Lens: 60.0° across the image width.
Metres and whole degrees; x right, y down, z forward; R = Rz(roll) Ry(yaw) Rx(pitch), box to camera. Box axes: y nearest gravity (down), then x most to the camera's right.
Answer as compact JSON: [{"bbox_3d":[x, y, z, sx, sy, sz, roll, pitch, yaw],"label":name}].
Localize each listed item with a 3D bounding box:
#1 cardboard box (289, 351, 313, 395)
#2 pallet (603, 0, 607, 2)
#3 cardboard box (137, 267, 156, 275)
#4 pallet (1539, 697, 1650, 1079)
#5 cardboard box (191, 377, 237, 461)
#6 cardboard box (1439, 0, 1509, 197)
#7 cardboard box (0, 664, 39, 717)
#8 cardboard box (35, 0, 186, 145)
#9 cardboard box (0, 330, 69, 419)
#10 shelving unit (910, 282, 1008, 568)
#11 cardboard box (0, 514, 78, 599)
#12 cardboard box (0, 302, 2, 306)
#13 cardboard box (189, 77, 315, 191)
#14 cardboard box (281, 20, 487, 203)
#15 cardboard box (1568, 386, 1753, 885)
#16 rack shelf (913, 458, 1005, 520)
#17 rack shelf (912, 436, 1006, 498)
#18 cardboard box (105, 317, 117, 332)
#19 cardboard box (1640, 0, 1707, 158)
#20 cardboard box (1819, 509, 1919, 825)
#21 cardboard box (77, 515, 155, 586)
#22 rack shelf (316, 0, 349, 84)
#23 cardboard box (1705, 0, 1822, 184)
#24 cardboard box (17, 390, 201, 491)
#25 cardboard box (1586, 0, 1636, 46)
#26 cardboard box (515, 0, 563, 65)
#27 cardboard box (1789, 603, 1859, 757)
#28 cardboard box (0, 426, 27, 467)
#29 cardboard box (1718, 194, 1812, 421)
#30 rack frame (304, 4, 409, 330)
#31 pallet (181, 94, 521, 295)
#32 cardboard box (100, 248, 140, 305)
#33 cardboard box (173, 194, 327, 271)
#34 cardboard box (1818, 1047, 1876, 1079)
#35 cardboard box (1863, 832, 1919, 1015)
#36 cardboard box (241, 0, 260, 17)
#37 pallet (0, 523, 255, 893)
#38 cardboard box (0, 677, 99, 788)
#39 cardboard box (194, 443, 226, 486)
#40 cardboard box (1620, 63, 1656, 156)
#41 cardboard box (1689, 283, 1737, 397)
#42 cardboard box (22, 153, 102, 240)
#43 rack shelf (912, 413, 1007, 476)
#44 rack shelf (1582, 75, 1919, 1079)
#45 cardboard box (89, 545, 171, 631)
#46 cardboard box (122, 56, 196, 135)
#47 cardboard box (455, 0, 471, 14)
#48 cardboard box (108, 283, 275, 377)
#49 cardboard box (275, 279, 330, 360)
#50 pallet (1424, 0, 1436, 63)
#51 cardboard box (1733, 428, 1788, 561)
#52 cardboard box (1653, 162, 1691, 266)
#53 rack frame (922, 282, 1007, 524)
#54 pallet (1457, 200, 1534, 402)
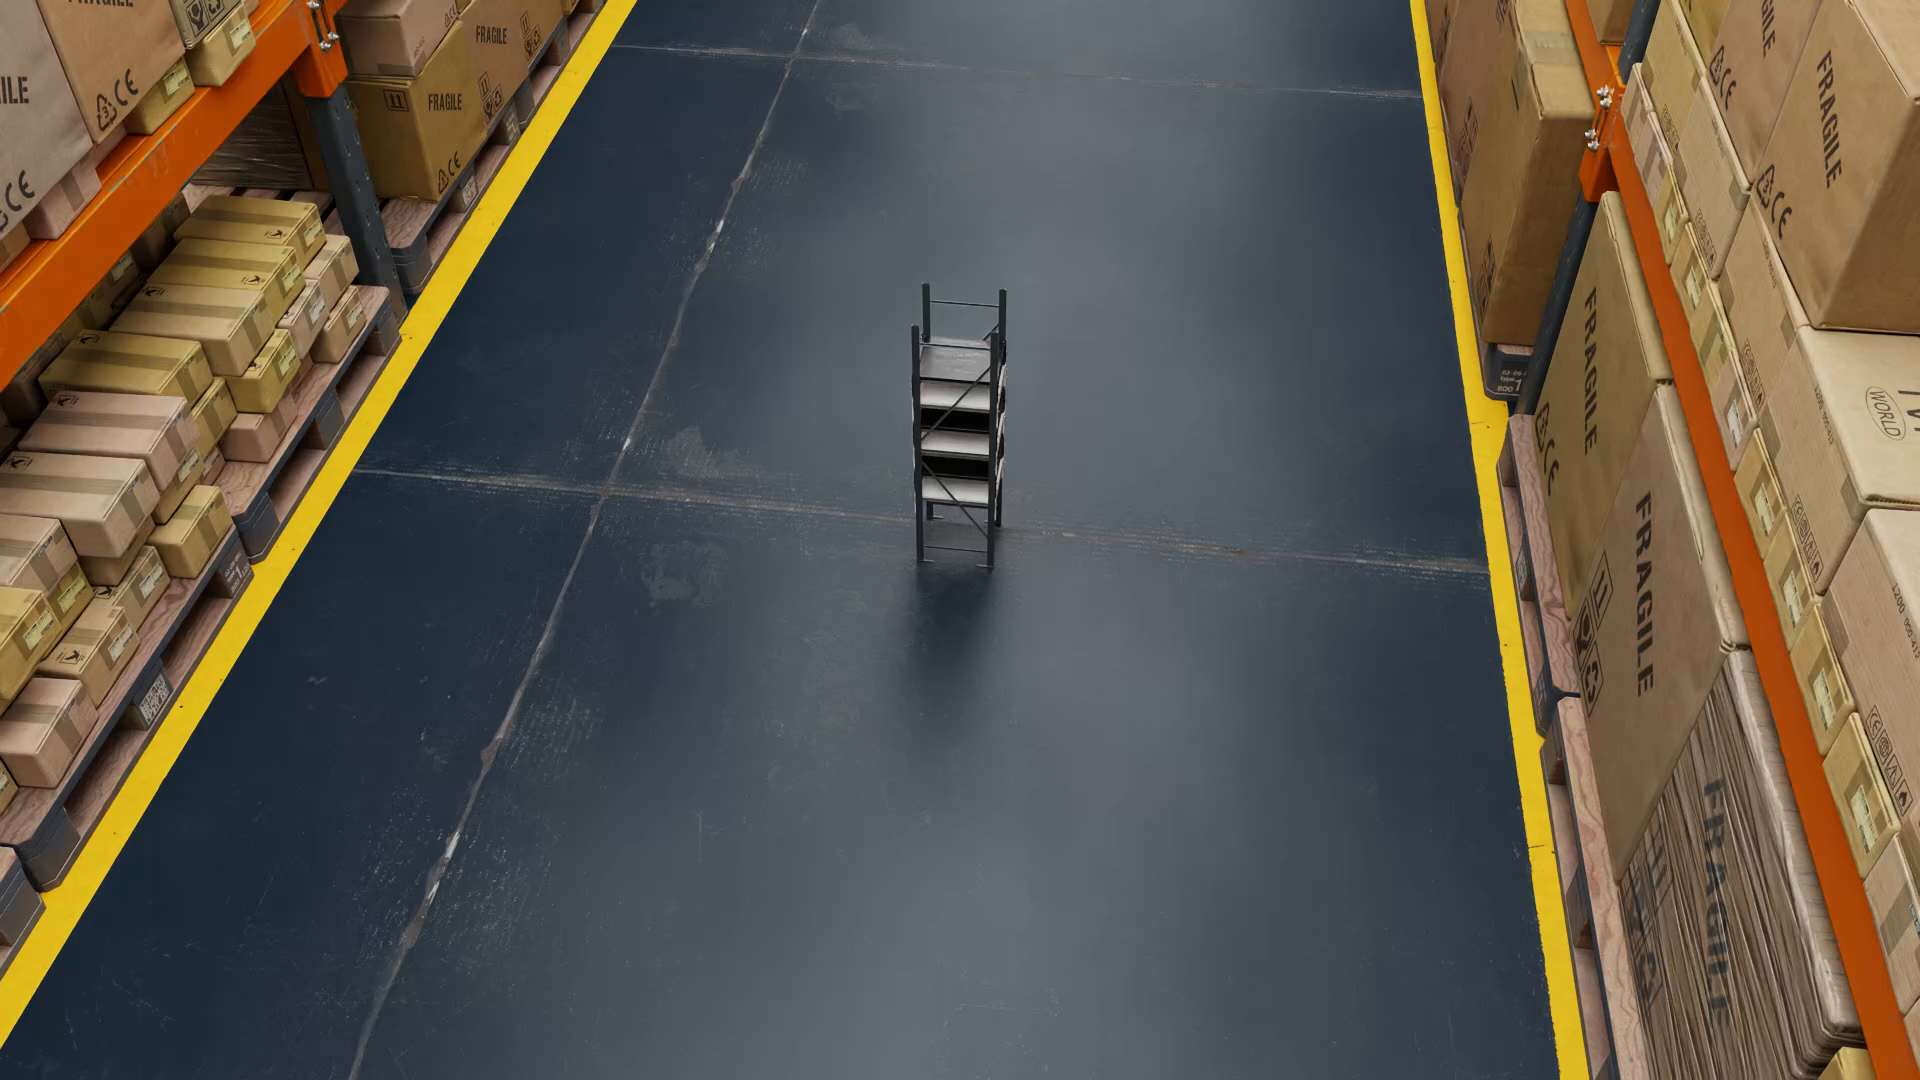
[{"bbox_3d":[-2.365,-0.575,5.444,0.380,0.149,0.250,6,44,7],"label":"cardboard box"},{"bbox_3d":[-2.110,-3.106,8.377,1.003,0.211,1.213,5,44,6],"label":"pallet"},{"bbox_3d":[-2.899,-0.933,5.605,0.380,0.149,0.250,7,44,7],"label":"cardboard box"},{"bbox_3d":[2.032,0.952,4.091,1.003,0.211,1.213,5,44,6],"label":"pallet"},{"bbox_3d":[-2.432,-0.375,5.016,0.380,0.149,0.250,6,44,6],"label":"cardboard box"},{"bbox_3d":[2.551,-1.834,6.245,1.225,0.875,0.875,4,44,4],"label":"cardboard box"},{"bbox_3d":[-2.625,0.342,4.259,0.380,0.149,0.250,7,44,8],"label":"cardboard box"},{"bbox_3d":[-2.388,-1.360,4.216,0.500,0.500,0.500,4,44,4],"label":"cardboard box"},{"bbox_3d":[-2.877,-0.504,4.936,0.380,0.149,0.250,4,44,4],"label":"cardboard box"},{"bbox_3d":[-0.001,-0.321,4.935,0.258,0.900,0.210,5,44,6],"label":"shelving unit"},{"bbox_3d":[-2.564,0.063,4.338,0.380,0.149,0.250,5,44,6],"label":"cardboard box"},{"bbox_3d":[-2.475,-0.546,3.828,0.380,0.149,0.250,6,44,6],"label":"cardboard box"},{"bbox_3d":[-2.686,-1.697,6.374,0.500,0.500,0.500,4,44,5],"label":"cardboard box"},{"bbox_3d":[-2.173,-1.650,6.323,0.500,0.500,0.500,7,44,7],"label":"cardboard box"},{"bbox_3d":[2.083,0.269,4.024,0.875,0.875,0.875,5,44,6],"label":"cardboard box"},{"bbox_3d":[-0.001,-0.166,5.081,0.258,0.077,0.200,5,44,6],"label":"rack shelf"},{"bbox_3d":[-0.001,-0.232,5.020,0.258,0.077,0.200,5,44,6],"label":"rack shelf"},{"bbox_3d":[-2.840,-0.583,5.235,0.380,0.149,0.250,5,44,5],"label":"cardboard box"},{"bbox_3d":[2.047,-1.163,4.189,0.500,0.250,0.500,5,44,5],"label":"cardboard box"},{"bbox_3d":[1.776,0.220,2.729,0.500,0.250,0.500,4,44,4],"label":"cardboard box"},{"bbox_3d":[-2.502,-0.019,4.640,0.380,0.149,0.250,3,44,4],"label":"cardboard box"},{"bbox_3d":[-2.270,-3.027,6.789,1.077,0.370,4.000,5,44,6],"label":"rack shelf"},{"bbox_3d":[1.979,-1.093,3.570,0.500,0.500,0.500,5,44,6],"label":"cardboard box"},{"bbox_3d":[-2.399,-0.282,4.701,0.380,0.149,0.250,3,44,3],"label":"cardboard box"},{"bbox_3d":[2.160,-1.785,4.881,0.500,0.500,0.500,5,44,6],"label":"cardboard box"},{"bbox_3d":[-2.049,-2.369,7.082,0.500,0.500,0.500,6,44,6],"label":"cardboard box"},{"bbox_3d":[1.728,0.266,2.970,0.380,0.149,0.250,5,44,6],"label":"cardboard box"},{"bbox_3d":[-2.938,-0.214,4.846,0.380,0.149,0.250,7,44,7],"label":"cardboard box"},{"bbox_3d":[1.914,-0.471,3.458,0.500,0.250,0.500,6,44,7],"label":"cardboard box"},{"bbox_3d":[-2.534,-1.925,5.102,1.000,3.000,0.127,5,44,6],"label":"rack frame"},{"bbox_3d":[-2.433,-1.443,6.621,1.003,0.211,1.213,5,44,6],"label":"pallet"},{"bbox_3d":[-2.880,-0.860,5.312,0.380,0.149,0.250,7,44,8],"label":"cardboard box"},{"bbox_3d":[-2.323,-0.992,5.452,0.380,0.149,0.250,6,44,7],"label":"cardboard box"},{"bbox_3d":[1.846,1.496,2.728,0.875,0.875,0.875,5,44,6],"label":"cardboard box"},{"bbox_3d":[1.662,0.620,2.596,0.380,0.149,0.250,6,44,6],"label":"cardboard box"},{"bbox_3d":[-2.340,-1.618,4.960,0.380,0.149,0.250,5,44,5],"label":"cardboard box"},{"bbox_3d":[-2.747,0.382,4.693,1.003,0.211,1.213,5,44,6],"label":"pallet"},{"bbox_3d":[-2.496,0.491,4.318,0.380,0.149,0.250,3,44,3],"label":"cardboard box"},{"bbox_3d":[-2.492,-0.220,5.069,0.380,0.149,0.250,4,44,4],"label":"cardboard box"},{"bbox_3d":[2.000,-1.143,4.458,0.380,0.149,0.250,5,44,6],"label":"cardboard box"},{"bbox_3d":[1.865,-0.431,3.706,0.380,0.149,0.250,5,44,5],"label":"cardboard box"},{"bbox_3d":[-2.425,-0.895,4.196,0.380,0.149,0.250,4,44,4],"label":"cardboard box"},{"bbox_3d":[-0.001,-0.297,4.958,0.258,0.077,0.200,5,44,6],"label":"rack shelf"},{"bbox_3d":[2.105,0.219,3.361,1.077,0.370,4.000,5,44,6],"label":"rack shelf"},{"bbox_3d":[-2.486,0.133,4.696,0.380,0.149,0.250,6,44,6],"label":"cardboard box"},{"bbox_3d":[-2.360,-1.256,4.577,0.380,0.149,0.250,7,44,7],"label":"cardboard box"},{"bbox_3d":[-2.107,-2.285,6.449,0.500,0.250,0.500,6,44,7],"label":"cardboard box"},{"bbox_3d":[-2.343,-0.644,5.084,0.380,0.149,0.250,5,44,5],"label":"cardboard box"},{"bbox_3d":[-2.284,-0.722,5.382,0.380,0.149,0.250,3,44,4],"label":"cardboard box"},{"bbox_3d":[2.719,-2.589,7.830,1.003,0.211,1.213,5,44,6],"label":"pallet"},{"bbox_3d":[1.796,-0.080,3.336,0.380,0.149,0.250,4,44,4],"label":"cardboard box"},{"bbox_3d":[1.931,-0.784,4.079,0.380,0.149,0.250,7,44,7],"label":"cardboard box"},{"bbox_3d":[0.012,-0.391,5.008,0.240,0.900,0.006,5,44,6],"label":"rack frame"},{"bbox_3d":[2.396,-0.926,6.074,1.003,0.211,1.213,5,44,6],"label":"pallet"}]
